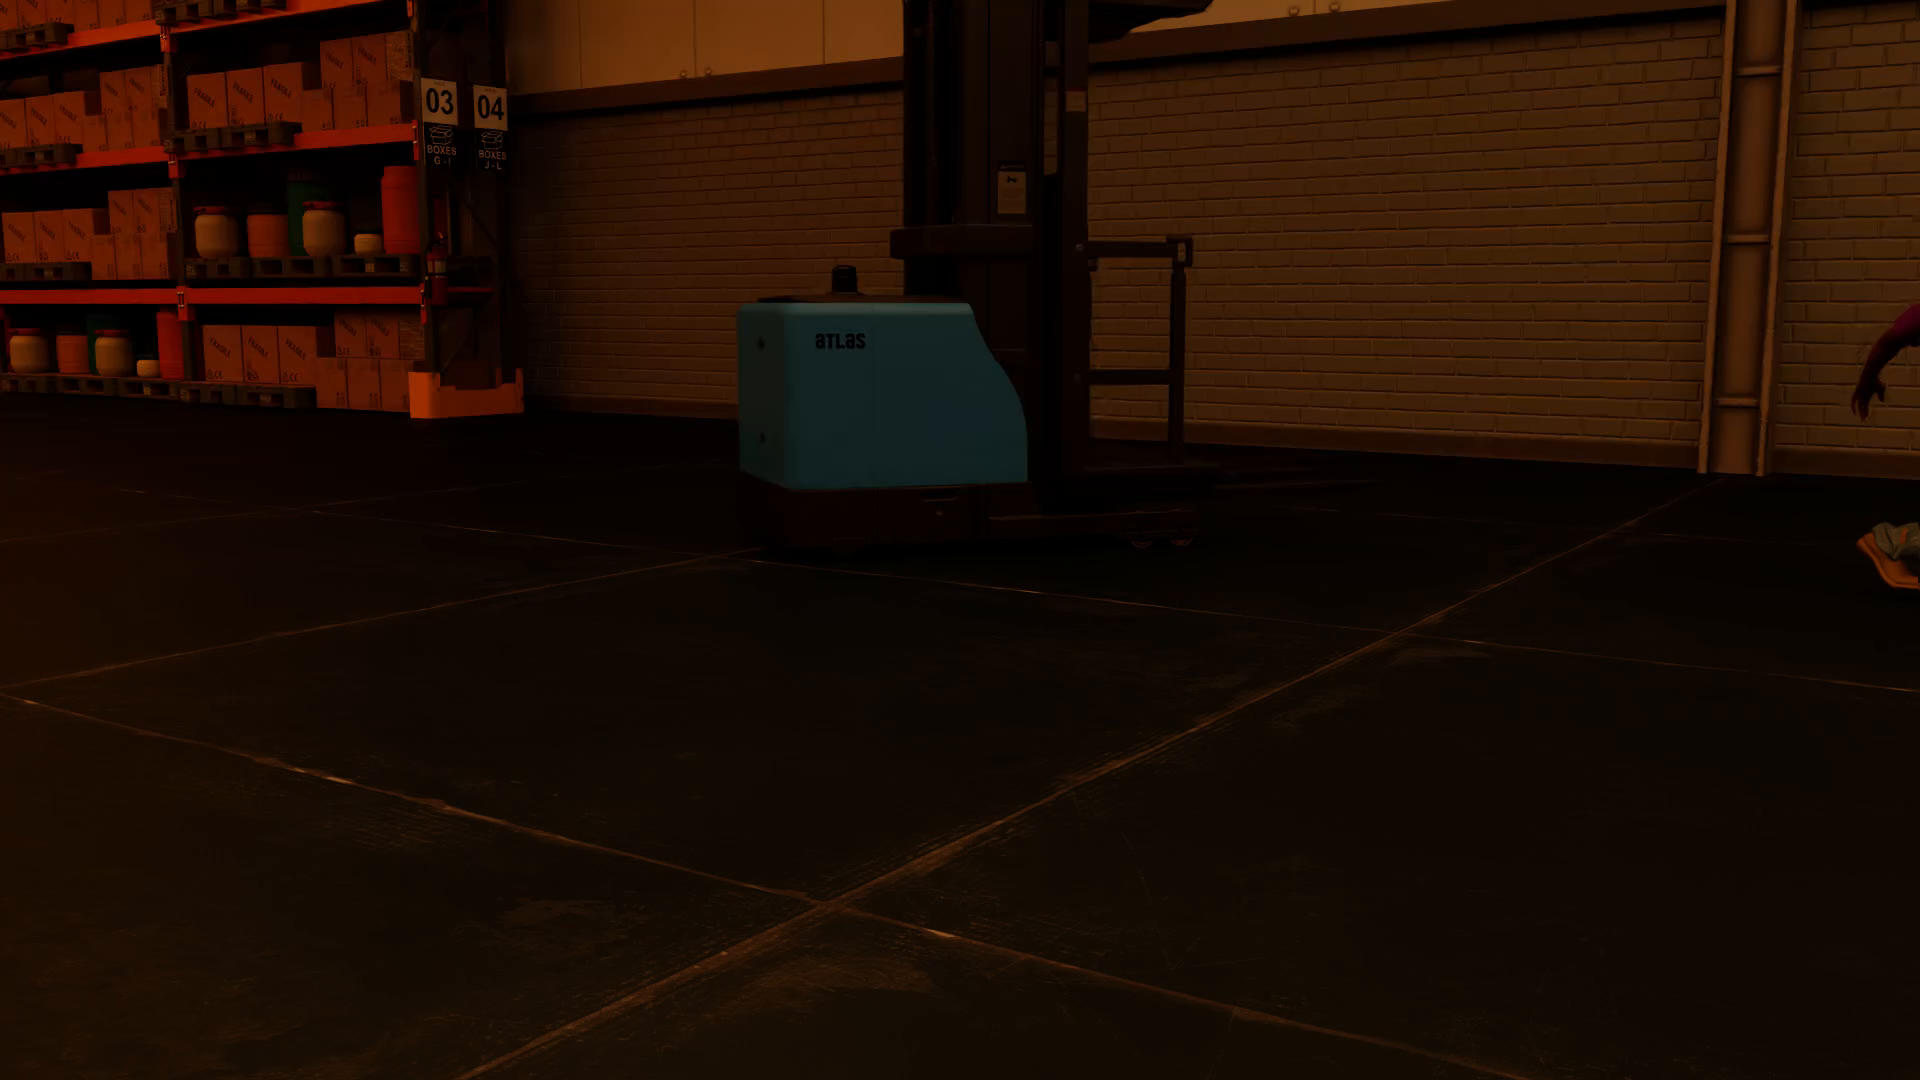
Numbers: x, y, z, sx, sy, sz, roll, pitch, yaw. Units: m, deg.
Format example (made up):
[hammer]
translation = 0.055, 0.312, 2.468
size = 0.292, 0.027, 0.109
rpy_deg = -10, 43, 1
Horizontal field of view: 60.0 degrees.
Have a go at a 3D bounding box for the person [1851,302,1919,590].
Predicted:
[person]
translation = 3.814, -0.514, 6.025
size = 0.987, 1.494, 0.853
rpy_deg = 2, 8, 14

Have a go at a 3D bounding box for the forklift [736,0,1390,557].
[forklift]
translation = 0.539, -1.484, 7.625
size = 3.031, 2.935, 1.130
rpy_deg = -3, 9, -20
